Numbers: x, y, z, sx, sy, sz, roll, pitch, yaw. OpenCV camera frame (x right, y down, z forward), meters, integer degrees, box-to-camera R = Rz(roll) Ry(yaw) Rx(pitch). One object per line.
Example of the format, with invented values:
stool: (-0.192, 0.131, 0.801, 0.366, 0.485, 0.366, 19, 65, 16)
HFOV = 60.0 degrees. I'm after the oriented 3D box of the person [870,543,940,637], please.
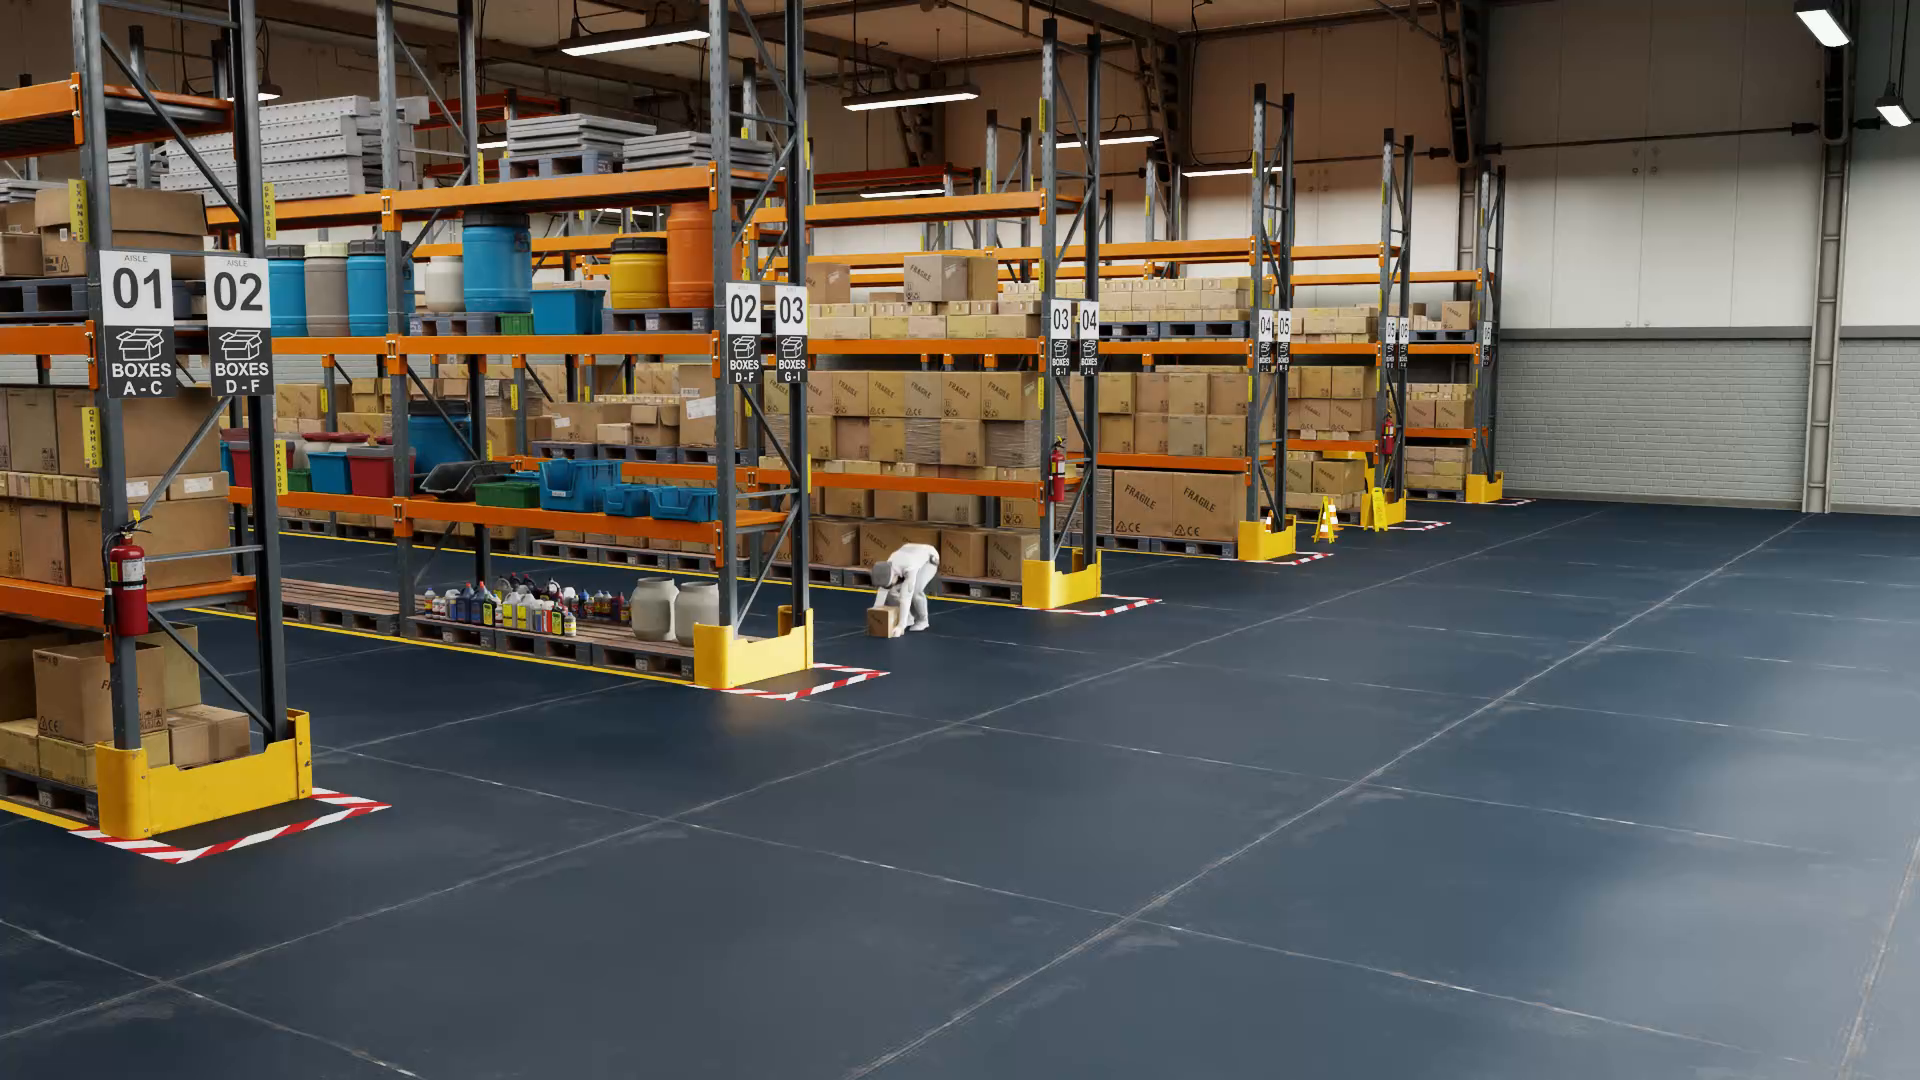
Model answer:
person: (-0.539, 0.473, 15.951, 0.455, 0.834, 0.892, 4, 8, 31)
